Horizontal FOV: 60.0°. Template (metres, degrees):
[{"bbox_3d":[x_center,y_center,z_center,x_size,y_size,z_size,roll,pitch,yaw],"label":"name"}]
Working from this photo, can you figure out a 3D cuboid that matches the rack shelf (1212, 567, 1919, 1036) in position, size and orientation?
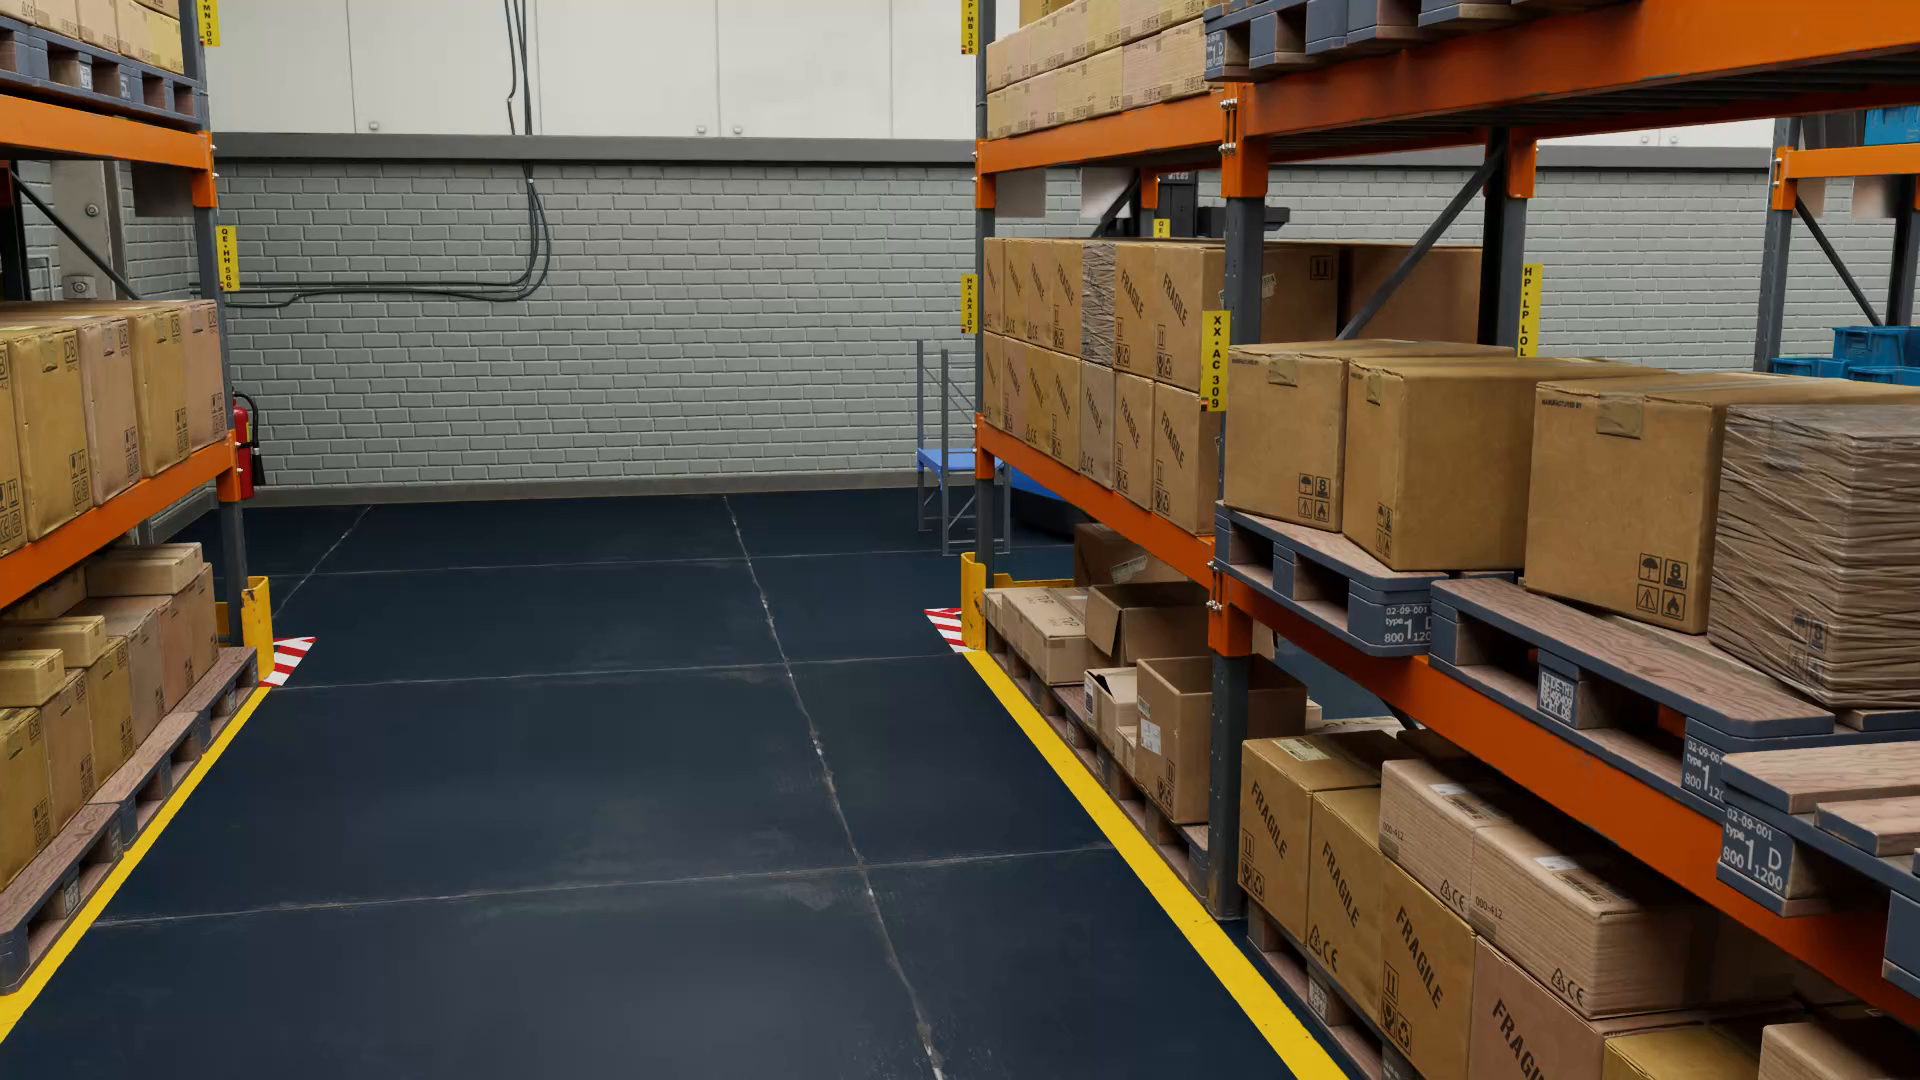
[{"bbox_3d":[1.755,0.542,3.751,1.077,0.370,4.000,-2,11,-11],"label":"rack shelf"}]

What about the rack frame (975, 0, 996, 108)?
[{"bbox_3d":[0.588,-3.859,8.905,1.000,3.000,0.127,-2,11,-11],"label":"rack frame"}]

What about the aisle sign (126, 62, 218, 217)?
[{"bbox_3d":[-3.990,-2.032,8.399,0.394,0.787,0.004,-2,11,-11],"label":"aisle sign"}]

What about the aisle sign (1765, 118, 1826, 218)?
[{"bbox_3d":[5.142,-2.371,10.178,0.394,0.787,0.004,-2,11,-11],"label":"aisle sign"}]

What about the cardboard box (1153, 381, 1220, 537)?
[{"bbox_3d":[1.017,-0.310,6.035,0.500,0.500,0.500,-2,11,-10],"label":"cardboard box"}]

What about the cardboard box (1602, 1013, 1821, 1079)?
[{"bbox_3d":[1.631,1.309,3.304,0.500,0.500,0.500,-3,11,-13],"label":"cardboard box"}]

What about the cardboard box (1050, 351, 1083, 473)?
[{"bbox_3d":[0.711,-0.592,7.516,0.500,0.500,0.500,-2,11,-10],"label":"cardboard box"}]

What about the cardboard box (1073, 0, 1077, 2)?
[{"bbox_3d":[0.920,-2.650,7.631,0.700,0.500,0.500,-2,11,-11],"label":"cardboard box"}]

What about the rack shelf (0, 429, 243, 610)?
[{"bbox_3d":[-3.882,-0.011,6.656,1.077,0.370,4.000,-2,11,-11],"label":"rack shelf"}]

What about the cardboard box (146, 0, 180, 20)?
[{"bbox_3d":[-3.861,-2.631,7.477,0.500,0.500,0.500,-2,11,-11],"label":"cardboard box"}]

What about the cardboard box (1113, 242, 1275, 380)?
[{"bbox_3d":[0.911,-0.896,6.439,0.500,0.500,0.500,-2,11,-12],"label":"cardboard box"}]

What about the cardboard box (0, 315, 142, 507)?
[{"bbox_3d":[-3.870,-0.512,6.563,0.980,0.700,0.700,-3,11,-14],"label":"cardboard box"}]

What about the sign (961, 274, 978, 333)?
[{"bbox_3d":[0.056,-1.317,9.281,0.100,0.325,0.005,-2,11,-11],"label":"sign"}]

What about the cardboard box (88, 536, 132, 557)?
[{"bbox_3d":[-4.257,0.081,8.076,0.380,0.149,0.250,-2,11,-11],"label":"cardboard box"}]

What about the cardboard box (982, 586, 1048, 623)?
[{"bbox_3d":[0.332,0.362,9.222,0.380,0.149,0.250,-2,11,-11],"label":"cardboard box"}]

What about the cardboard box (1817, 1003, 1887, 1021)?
[{"bbox_3d":[2.136,1.285,3.430,0.500,0.500,0.500,-2,11,-12],"label":"cardboard box"}]

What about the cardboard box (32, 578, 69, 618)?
[{"bbox_3d":[-4.059,0.266,7.102,0.380,0.149,0.250,-2,11,-10],"label":"cardboard box"}]

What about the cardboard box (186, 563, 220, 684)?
[{"bbox_3d":[-4.036,0.415,8.055,0.700,0.500,0.500,-2,11,-11],"label":"cardboard box"}]

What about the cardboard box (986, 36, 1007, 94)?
[{"bbox_3d":[0.432,-2.454,8.608,0.500,0.250,0.500,-2,11,-11],"label":"cardboard box"}]

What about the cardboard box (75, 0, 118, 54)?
[{"bbox_3d":[-3.659,-2.071,6.544,0.500,0.250,0.500,-2,11,-13],"label":"cardboard box"}]

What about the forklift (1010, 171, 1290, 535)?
[{"bbox_3d":[1.927,-1.621,13.372,3.031,2.935,1.130,-6,12,-27],"label":"forklift"}]

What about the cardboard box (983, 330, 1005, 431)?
[{"bbox_3d":[0.415,-0.870,8.978,0.500,0.500,0.500,-2,11,-10],"label":"cardboard box"}]

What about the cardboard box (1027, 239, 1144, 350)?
[{"bbox_3d":[0.617,-1.174,7.899,0.500,0.500,0.500,-2,11,-10],"label":"cardboard box"}]

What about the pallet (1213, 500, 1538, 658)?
[{"bbox_3d":[1.414,0.066,4.838,1.003,0.211,1.213,-2,11,-11],"label":"pallet"}]

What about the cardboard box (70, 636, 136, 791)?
[{"bbox_3d":[-3.730,0.697,6.576,0.700,0.500,0.500,-2,11,-10],"label":"cardboard box"}]

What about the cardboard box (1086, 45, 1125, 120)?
[{"bbox_3d":[0.818,-1.841,6.726,0.500,0.250,0.500,-2,11,-11],"label":"cardboard box"}]

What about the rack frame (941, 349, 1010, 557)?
[{"bbox_3d":[0.115,-0.628,11.984,0.500,1.500,0.032,-2,11,-11],"label":"rack frame"}]

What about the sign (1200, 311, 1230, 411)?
[{"bbox_3d":[0.835,-0.582,5.419,0.100,0.325,0.005,-2,11,-11],"label":"sign"}]

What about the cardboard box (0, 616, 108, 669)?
[{"bbox_3d":[-3.527,0.399,6.403,0.380,0.149,0.250,-2,11,-13],"label":"cardboard box"}]

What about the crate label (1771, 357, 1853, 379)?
[{"bbox_3d":[5.172,-0.981,10.118,0.416,0.233,0.303,-2,11,-11],"label":"crate label"}]

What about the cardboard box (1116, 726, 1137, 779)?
[{"bbox_3d":[0.845,0.845,6.681,0.380,0.149,0.250,-2,11,-11],"label":"cardboard box"}]

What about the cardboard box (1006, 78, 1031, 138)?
[{"bbox_3d":[0.523,-2.116,8.171,0.500,0.250,0.500,-2,11,-11],"label":"cardboard box"}]

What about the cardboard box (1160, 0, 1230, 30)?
[{"bbox_3d":[1.005,-1.903,5.715,0.500,0.250,0.500,-2,11,-11],"label":"cardboard box"}]

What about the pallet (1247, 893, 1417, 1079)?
[{"bbox_3d":[1.561,1.339,5.095,1.003,0.211,1.213,-2,11,-11],"label":"pallet"}]

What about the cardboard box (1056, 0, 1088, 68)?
[{"bbox_3d":[0.720,-2.178,7.161,0.500,0.250,0.500,-2,11,-11],"label":"cardboard box"}]

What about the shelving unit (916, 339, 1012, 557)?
[{"bbox_3d":[0.017,-0.721,12.474,0.538,1.500,1.048,-2,11,-11],"label":"shelving unit"}]

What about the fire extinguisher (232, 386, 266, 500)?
[{"bbox_3d":[-3.847,-0.554,8.791,0.296,0.674,0.183,-2,11,-11],"label":"fire extinguisher"}]

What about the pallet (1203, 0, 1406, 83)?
[{"bbox_3d":[1.424,-1.437,4.706,1.213,0.211,1.003,-2,11,-11],"label":"pallet"}]

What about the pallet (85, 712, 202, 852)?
[{"bbox_3d":[-3.804,1.006,6.848,1.003,0.211,1.213,-2,11,-11],"label":"pallet"}]

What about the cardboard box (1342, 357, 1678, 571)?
[{"bbox_3d":[1.434,-0.215,4.413,0.700,0.500,0.500,0,11,-2],"label":"cardboard box"}]

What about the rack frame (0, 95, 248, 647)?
[{"bbox_3d":[-4.271,-0.731,8.516,1.000,3.000,0.127,-2,11,-11],"label":"rack frame"}]

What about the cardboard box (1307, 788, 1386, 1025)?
[{"bbox_3d":[1.336,1.028,4.779,0.500,0.500,0.500,-2,11,-10],"label":"cardboard box"}]

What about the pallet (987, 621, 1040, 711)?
[{"bbox_3d":[0.759,0.618,8.885,1.003,0.211,1.213,-2,11,-11],"label":"pallet"}]

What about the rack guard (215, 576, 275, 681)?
[{"bbox_3d":[-4.275,0.492,8.772,1.175,0.500,0.348,-2,11,-11],"label":"rack guard"}]

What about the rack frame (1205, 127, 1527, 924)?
[{"bbox_3d":[1.366,-0.178,5.611,1.000,3.000,0.127,-2,11,-11],"label":"rack frame"}]

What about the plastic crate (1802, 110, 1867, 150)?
[{"bbox_3d":[5.249,-2.420,9.716,0.497,0.269,0.590,-2,11,-11],"label":"plastic crate"}]

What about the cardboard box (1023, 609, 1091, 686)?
[{"bbox_3d":[0.610,0.516,8.140,0.500,0.250,0.500,-2,11,-11],"label":"cardboard box"}]

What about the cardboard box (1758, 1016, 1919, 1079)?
[{"bbox_3d":[1.717,1.026,2.789,0.500,0.250,0.500,-2,11,-9],"label":"cardboard box"}]

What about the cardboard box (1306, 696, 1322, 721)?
[{"bbox_3d":[1.318,0.754,7.112,0.380,0.166,0.250,-2,11,-11],"label":"cardboard box"}]
